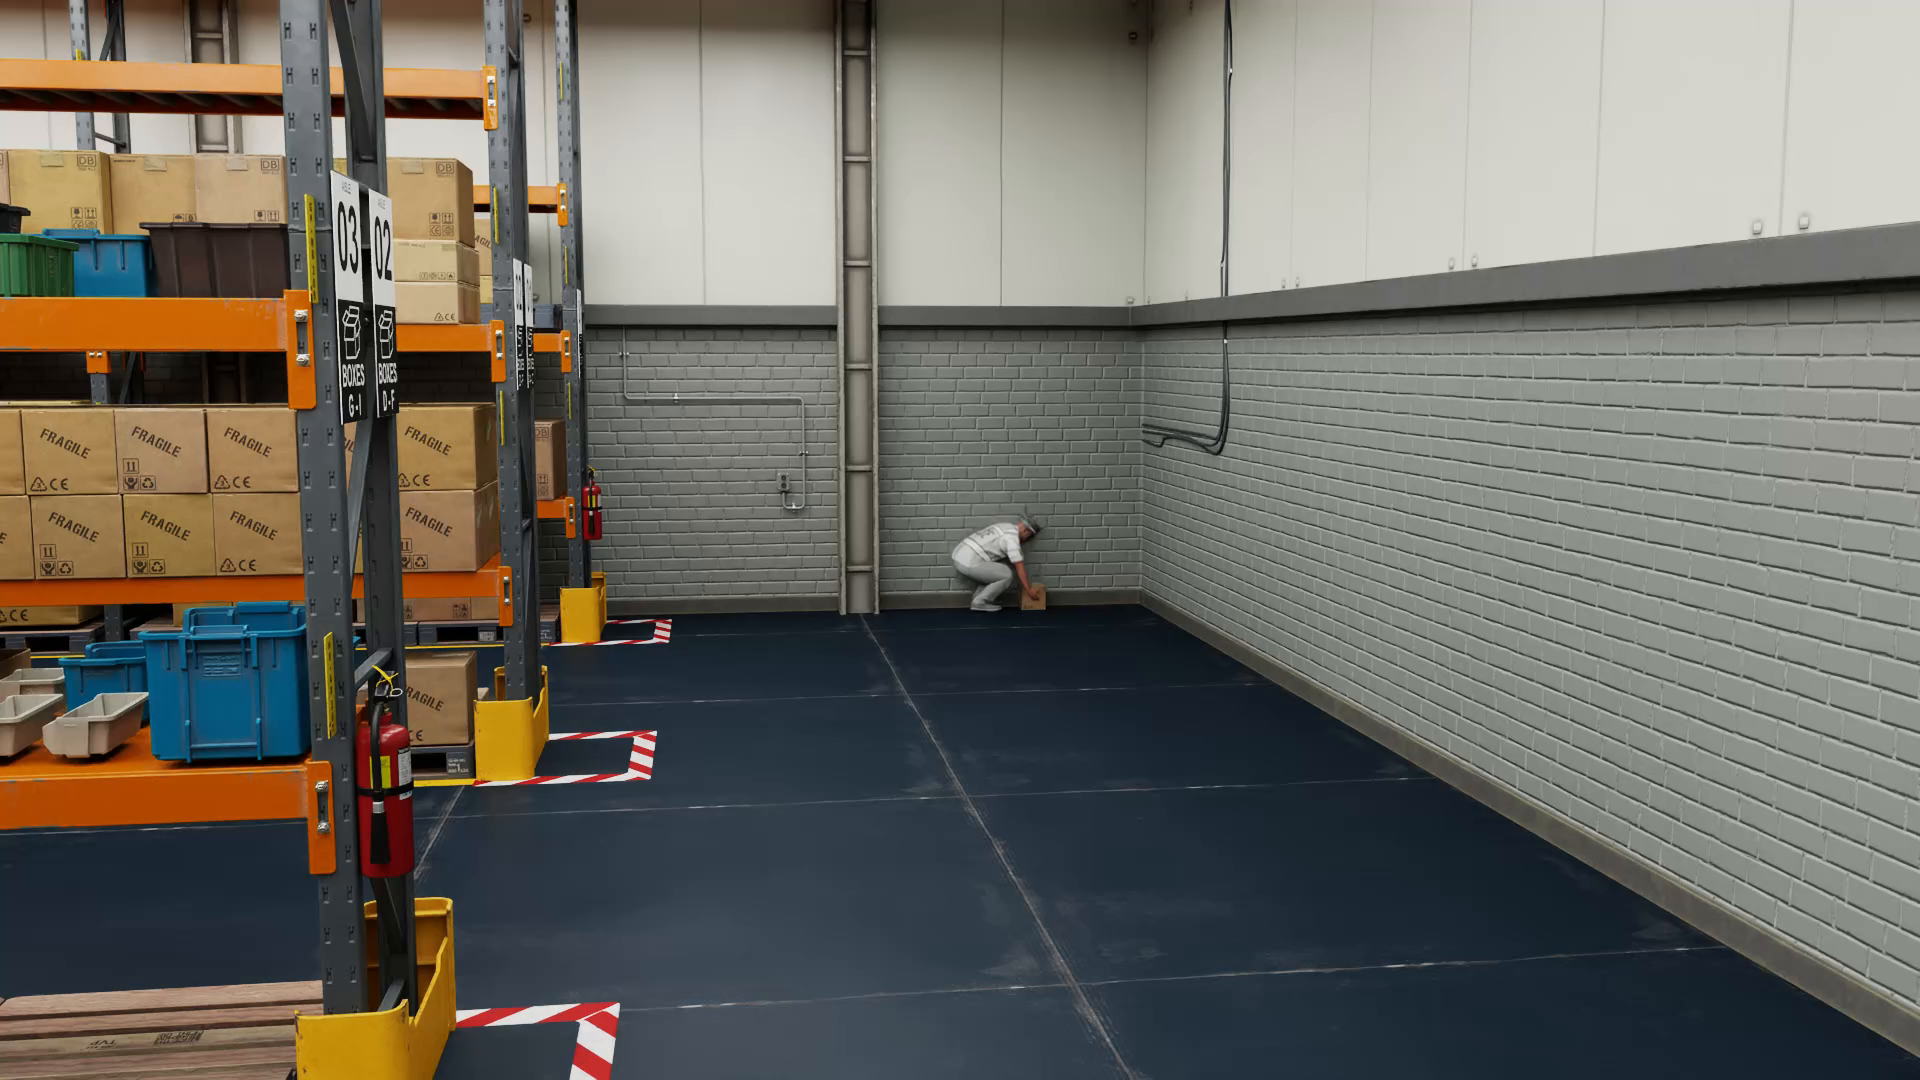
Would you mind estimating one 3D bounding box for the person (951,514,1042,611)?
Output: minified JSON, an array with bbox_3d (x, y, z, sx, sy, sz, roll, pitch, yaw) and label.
[{"bbox_3d":[0.385,0.231,17.142,0.950,0.973,0.565,-1,7,-9],"label":"person"}]
